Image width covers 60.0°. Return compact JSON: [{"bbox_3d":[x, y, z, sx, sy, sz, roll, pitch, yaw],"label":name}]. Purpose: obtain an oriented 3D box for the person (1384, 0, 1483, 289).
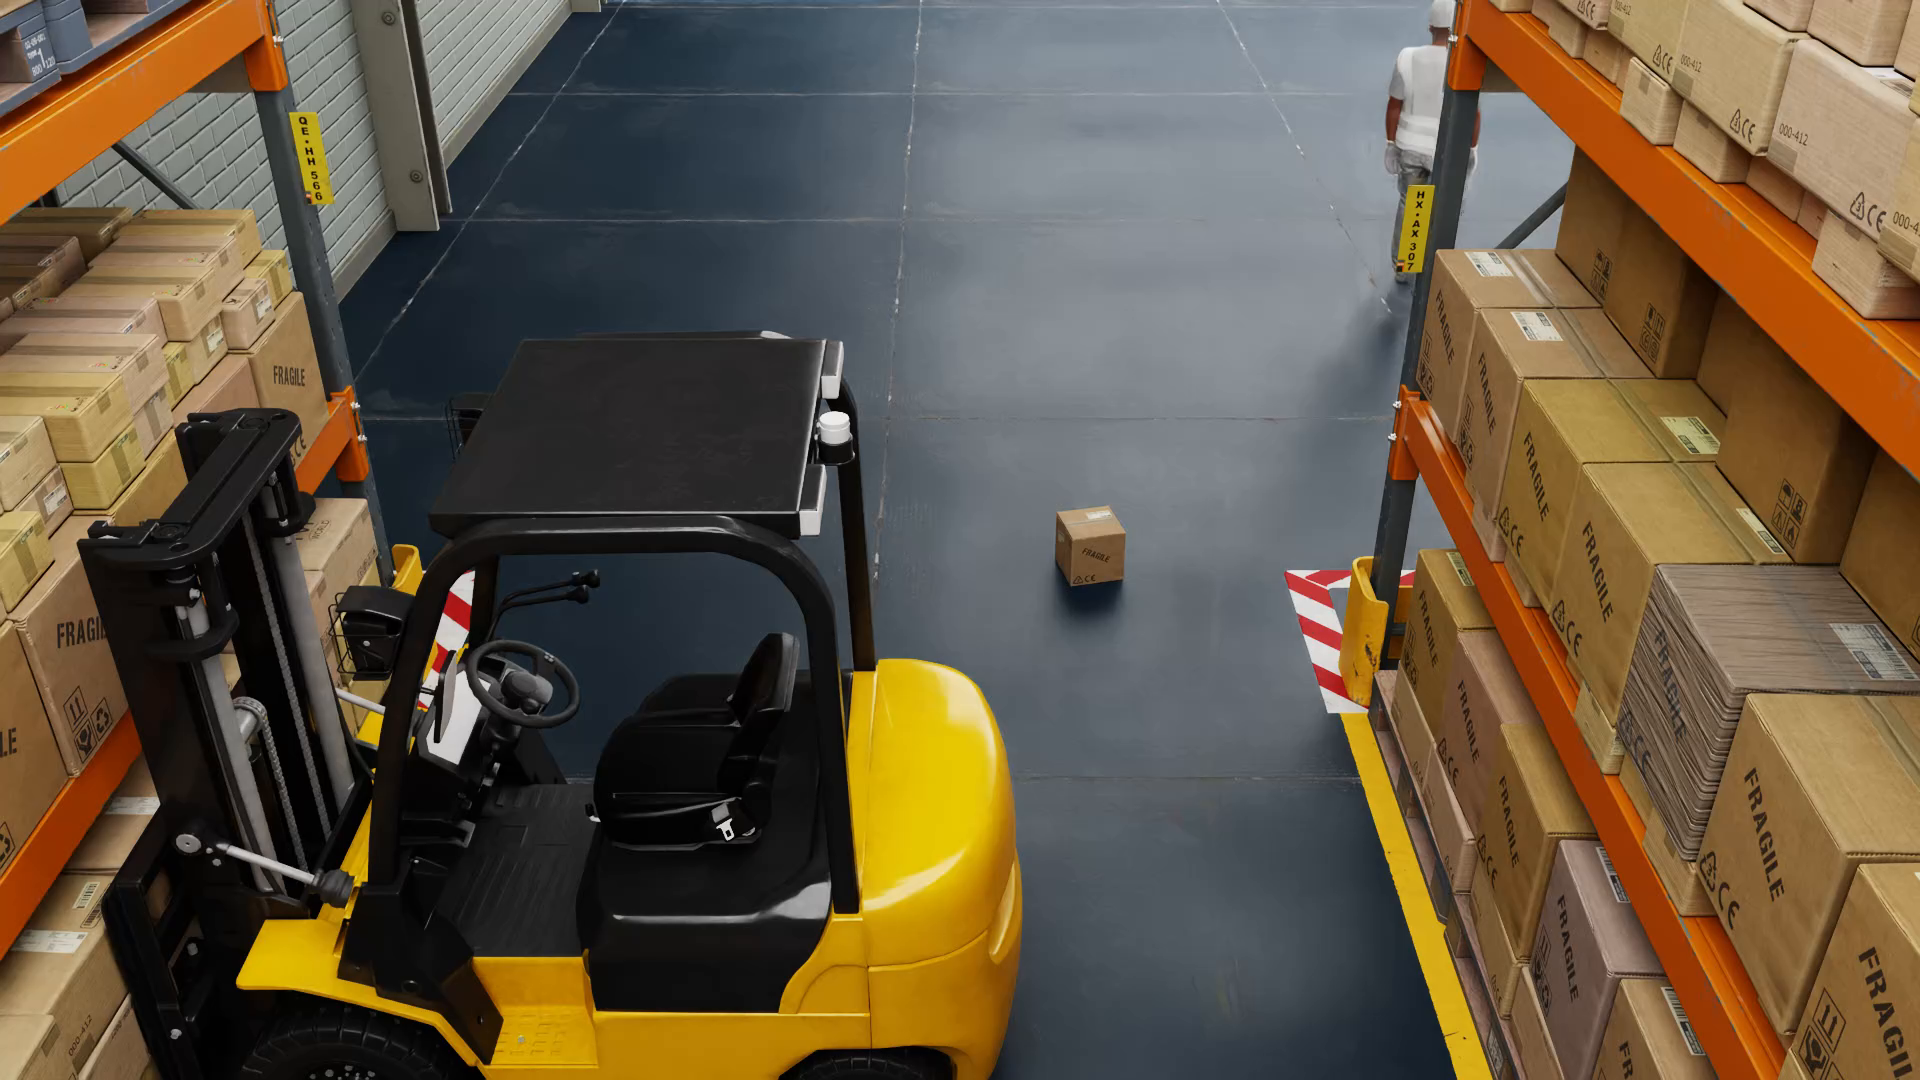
[{"bbox_3d":[2.814,-2.350,9.952,0.558,1.775,0.672,18,35,27],"label":"person"}]
